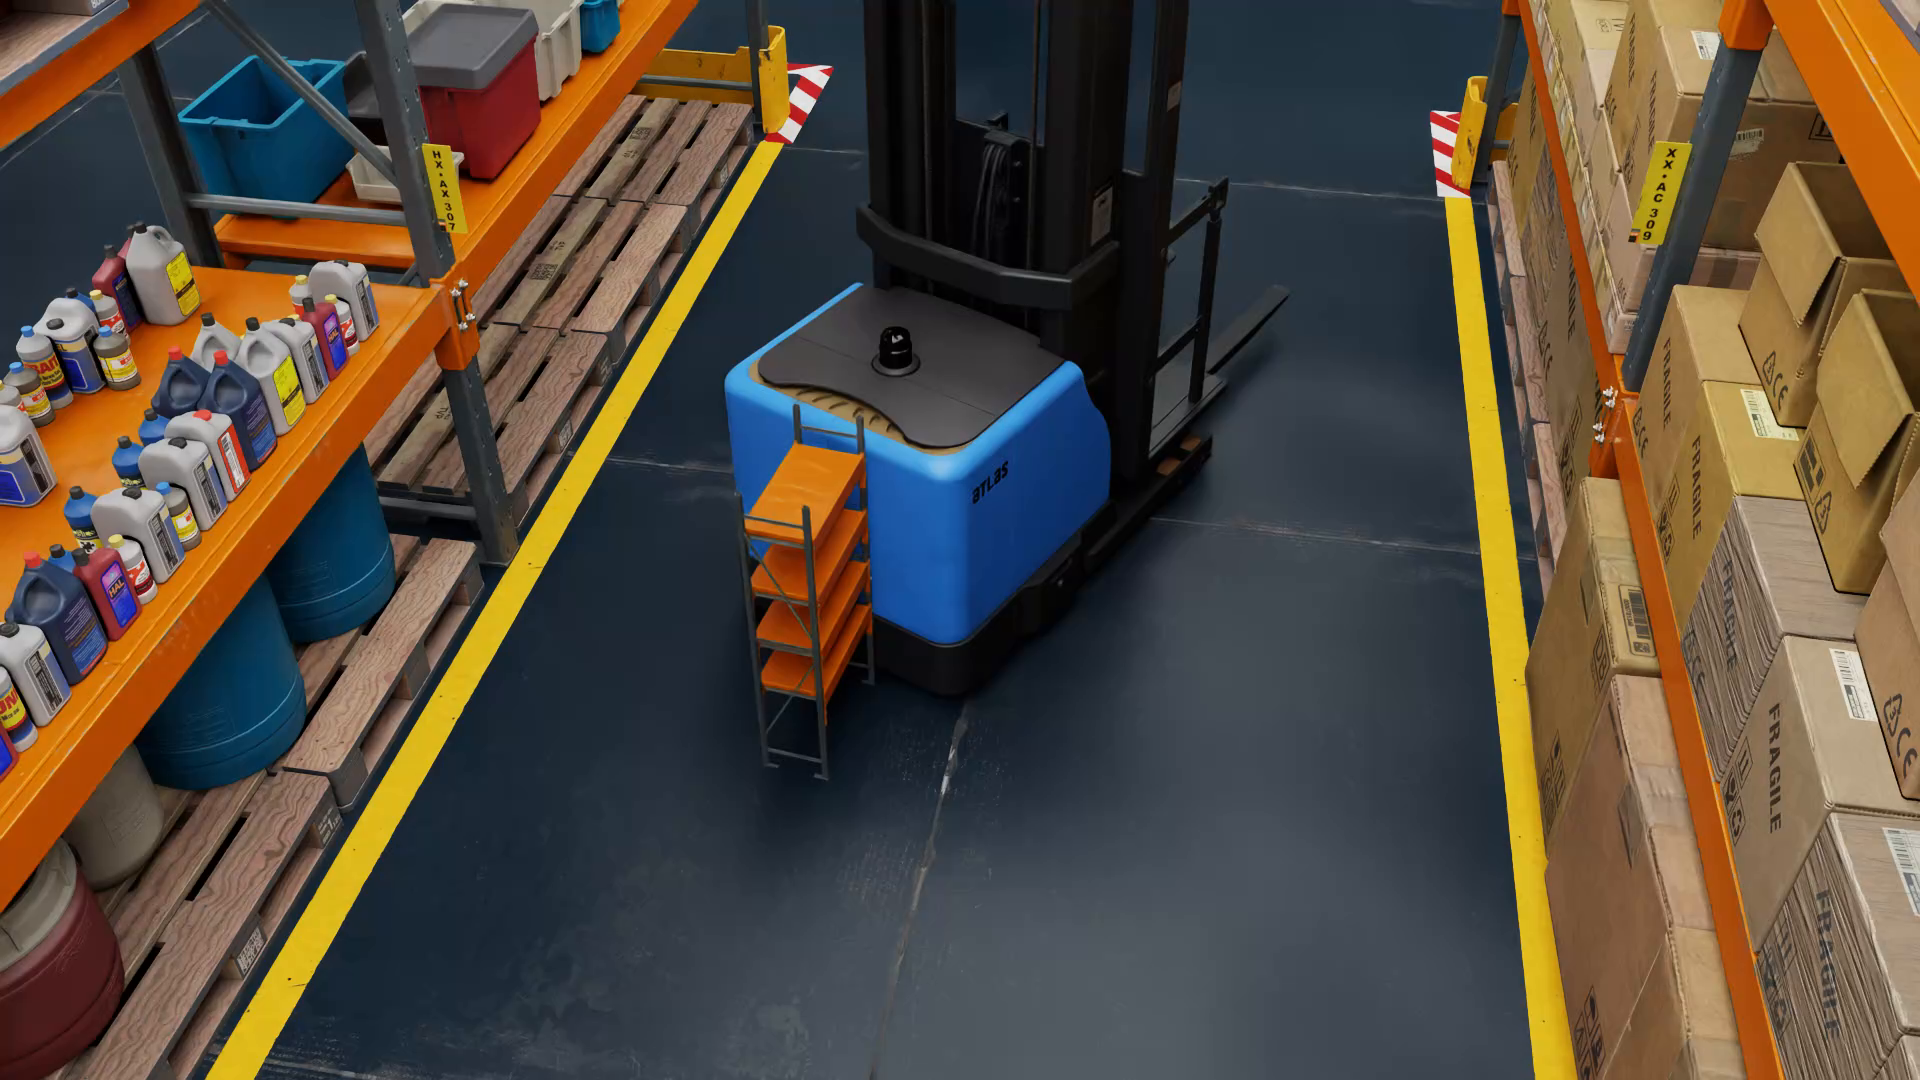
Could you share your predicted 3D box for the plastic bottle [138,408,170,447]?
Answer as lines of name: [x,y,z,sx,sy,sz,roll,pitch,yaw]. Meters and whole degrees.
plastic bottle: [-2.304,-0.261,4.813,0.097,0.271,0.097,0,40,0]

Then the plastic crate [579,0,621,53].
plastic crate: [-1.688,-2.289,7.249,0.416,0.233,0.300,6,40,8]

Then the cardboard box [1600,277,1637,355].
cardboard box: [2.331,-0.722,5.466,0.380,0.149,0.250,7,40,8]

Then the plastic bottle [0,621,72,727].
plastic bottle: [-2.337,0.314,4.113,0.152,0.276,0.135,6,40,8]

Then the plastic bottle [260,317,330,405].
plastic bottle: [-2.091,-0.577,5.192,0.152,0.276,0.135,6,40,8]

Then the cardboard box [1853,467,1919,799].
cardboard box: [2.276,0.206,3.281,0.797,0.503,0.637,8,40,9]

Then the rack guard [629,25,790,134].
rack guard: [-1.594,-2.701,9.625,1.175,0.500,0.348,6,40,8]

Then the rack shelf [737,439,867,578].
rack shelf: [-0.498,-0.108,5.323,0.258,0.148,0.480,11,41,13]

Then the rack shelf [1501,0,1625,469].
rack shelf: [2.947,-1.569,6.859,1.077,0.370,4.000,6,40,8]

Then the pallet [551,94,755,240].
pallet: [-1.766,-2.060,9.076,1.003,0.211,1.213,6,40,8]

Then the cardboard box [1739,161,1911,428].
cardboard box: [2.498,-0.615,4.274,0.797,0.503,0.637,5,40,7]

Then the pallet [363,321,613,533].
pallet: [-2.189,-0.529,7.224,1.003,0.211,1.213,6,40,8]

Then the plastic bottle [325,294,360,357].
plastic bottle: [-2.021,-0.702,5.401,0.097,0.201,0.097,0,40,0]

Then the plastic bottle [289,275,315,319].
plastic bottle: [-2.154,-0.780,5.495,0.097,0.201,0.097,0,40,0]

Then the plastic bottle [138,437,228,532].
plastic bottle: [-2.201,-0.177,4.707,0.152,0.276,0.135,6,40,8]

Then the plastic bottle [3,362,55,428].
plastic bottle: [-2.860,-0.452,5.099,0.097,0.201,0.097,0,40,0]

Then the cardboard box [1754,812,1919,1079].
cardboard box: [1.928,0.905,3.223,0.500,0.500,0.500,5,40,6]

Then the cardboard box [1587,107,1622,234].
cardboard box: [2.506,-1.279,5.828,0.500,0.250,0.500,8,40,9]

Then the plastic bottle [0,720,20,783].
plastic bottle: [-2.332,0.462,3.929,0.061,0.283,0.133,6,40,8]

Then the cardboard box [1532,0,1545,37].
cardboard box: [2.775,-2.333,7.415,0.380,0.149,0.250,6,40,7]

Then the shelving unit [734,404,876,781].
shelving unit: [-0.498,0.194,5.573,0.258,1.200,0.503,11,41,13]

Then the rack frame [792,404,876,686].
rack frame: [-0.427,0.046,5.753,0.240,1.200,0.015,11,41,13]

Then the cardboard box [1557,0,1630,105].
cardboard box: [2.685,-1.917,6.599,0.500,0.250,0.500,6,40,7]

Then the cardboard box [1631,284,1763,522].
cardboard box: [2.275,-0.369,4.764,0.500,0.500,0.500,7,40,8]

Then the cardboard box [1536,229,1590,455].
cardboard box: [2.949,-0.905,6.828,0.875,0.875,0.875,6,40,8]

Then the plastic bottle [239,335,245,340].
plastic bottle: [-2.217,-0.551,5.218,0.097,0.201,0.097,0,40,0]

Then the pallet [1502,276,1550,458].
pallet: [3.018,-0.753,7.495,1.003,0.211,1.213,6,40,8]

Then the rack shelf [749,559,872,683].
rack shelf: [-0.498,0.246,5.616,0.258,0.148,0.480,11,41,13]

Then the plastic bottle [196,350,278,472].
plastic bottle: [-2.146,-0.390,4.906,0.144,0.351,0.185,6,40,8]

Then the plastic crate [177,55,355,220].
plastic crate: [-2.533,-1.485,6.158,0.392,0.384,0.575,6,40,8]

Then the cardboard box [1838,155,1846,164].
cardboard box: [2.935,-1.210,5.155,0.500,0.500,0.500,6,40,8]

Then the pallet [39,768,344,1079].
pallet: [-2.661,1.185,5.151,1.003,0.211,1.213,6,40,8]

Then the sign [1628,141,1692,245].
sign: [2.054,-1.016,4.883,0.100,0.325,0.005,6,40,8]

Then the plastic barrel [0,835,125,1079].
plastic barrel: [-2.707,1.123,4.601,0.600,0.588,0.708,6,40,8]

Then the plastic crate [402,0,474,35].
plastic crate: [-2.272,-2.185,7.199,0.293,0.136,0.466,6,40,8]

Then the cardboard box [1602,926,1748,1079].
cardboard box: [2.210,1.587,3.815,1.225,0.875,0.875,7,40,8]

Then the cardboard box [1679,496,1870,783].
cardboard box: [2.102,0.261,4.002,0.500,0.500,0.500,6,40,7]

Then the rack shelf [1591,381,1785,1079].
rack shelf: [2.254,0.941,3.822,1.077,0.370,4.000,6,40,8]

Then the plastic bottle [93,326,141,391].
plastic bottle: [-2.670,-0.581,5.254,0.097,0.201,0.097,0,40,0]

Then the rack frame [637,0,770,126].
rack frame: [-1.585,-3.648,8.808,1.000,3.000,0.127,6,40,8]

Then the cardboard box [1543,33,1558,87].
cardboard box: [2.686,-2.011,7.026,0.380,0.149,0.250,6,40,7]

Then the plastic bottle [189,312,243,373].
plastic bottle: [-2.256,-0.521,5.065,0.144,0.351,0.185,6,40,8]

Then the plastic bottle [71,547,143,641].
plastic bottle: [-2.236,0.116,4.347,0.061,0.283,0.133,6,40,8]

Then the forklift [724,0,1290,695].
forklift: [0.417,-1.472,6.230,1.130,2.935,3.031,24,45,26]

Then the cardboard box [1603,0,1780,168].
cardboard box: [2.508,-1.569,5.590,0.500,0.500,0.500,7,40,8]

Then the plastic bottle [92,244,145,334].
plastic bottle: [-2.784,-0.826,5.486,0.061,0.283,0.133,6,40,8]

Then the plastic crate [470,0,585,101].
plastic crate: [-1.832,-2.053,6.925,0.437,0.282,0.530,6,40,8]

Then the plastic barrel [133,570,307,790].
plastic barrel: [-2.511,0.293,5.358,0.600,0.901,0.708,6,40,8]

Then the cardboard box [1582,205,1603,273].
cardboard box: [2.420,-1.045,5.857,0.380,0.149,0.250,6,40,7]

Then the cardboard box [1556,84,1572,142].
cardboard box: [2.598,-1.688,6.635,0.380,0.149,0.250,7,40,8]

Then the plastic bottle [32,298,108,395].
plastic bottle: [-2.796,-0.612,5.233,0.152,0.276,0.135,6,40,8]

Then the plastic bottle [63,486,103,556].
plastic bottle: [-2.367,-0.031,4.535,0.097,0.271,0.097,0,40,0]

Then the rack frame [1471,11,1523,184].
rack frame: [3.293,-3.102,8.148,1.000,3.000,0.127,6,40,8]
